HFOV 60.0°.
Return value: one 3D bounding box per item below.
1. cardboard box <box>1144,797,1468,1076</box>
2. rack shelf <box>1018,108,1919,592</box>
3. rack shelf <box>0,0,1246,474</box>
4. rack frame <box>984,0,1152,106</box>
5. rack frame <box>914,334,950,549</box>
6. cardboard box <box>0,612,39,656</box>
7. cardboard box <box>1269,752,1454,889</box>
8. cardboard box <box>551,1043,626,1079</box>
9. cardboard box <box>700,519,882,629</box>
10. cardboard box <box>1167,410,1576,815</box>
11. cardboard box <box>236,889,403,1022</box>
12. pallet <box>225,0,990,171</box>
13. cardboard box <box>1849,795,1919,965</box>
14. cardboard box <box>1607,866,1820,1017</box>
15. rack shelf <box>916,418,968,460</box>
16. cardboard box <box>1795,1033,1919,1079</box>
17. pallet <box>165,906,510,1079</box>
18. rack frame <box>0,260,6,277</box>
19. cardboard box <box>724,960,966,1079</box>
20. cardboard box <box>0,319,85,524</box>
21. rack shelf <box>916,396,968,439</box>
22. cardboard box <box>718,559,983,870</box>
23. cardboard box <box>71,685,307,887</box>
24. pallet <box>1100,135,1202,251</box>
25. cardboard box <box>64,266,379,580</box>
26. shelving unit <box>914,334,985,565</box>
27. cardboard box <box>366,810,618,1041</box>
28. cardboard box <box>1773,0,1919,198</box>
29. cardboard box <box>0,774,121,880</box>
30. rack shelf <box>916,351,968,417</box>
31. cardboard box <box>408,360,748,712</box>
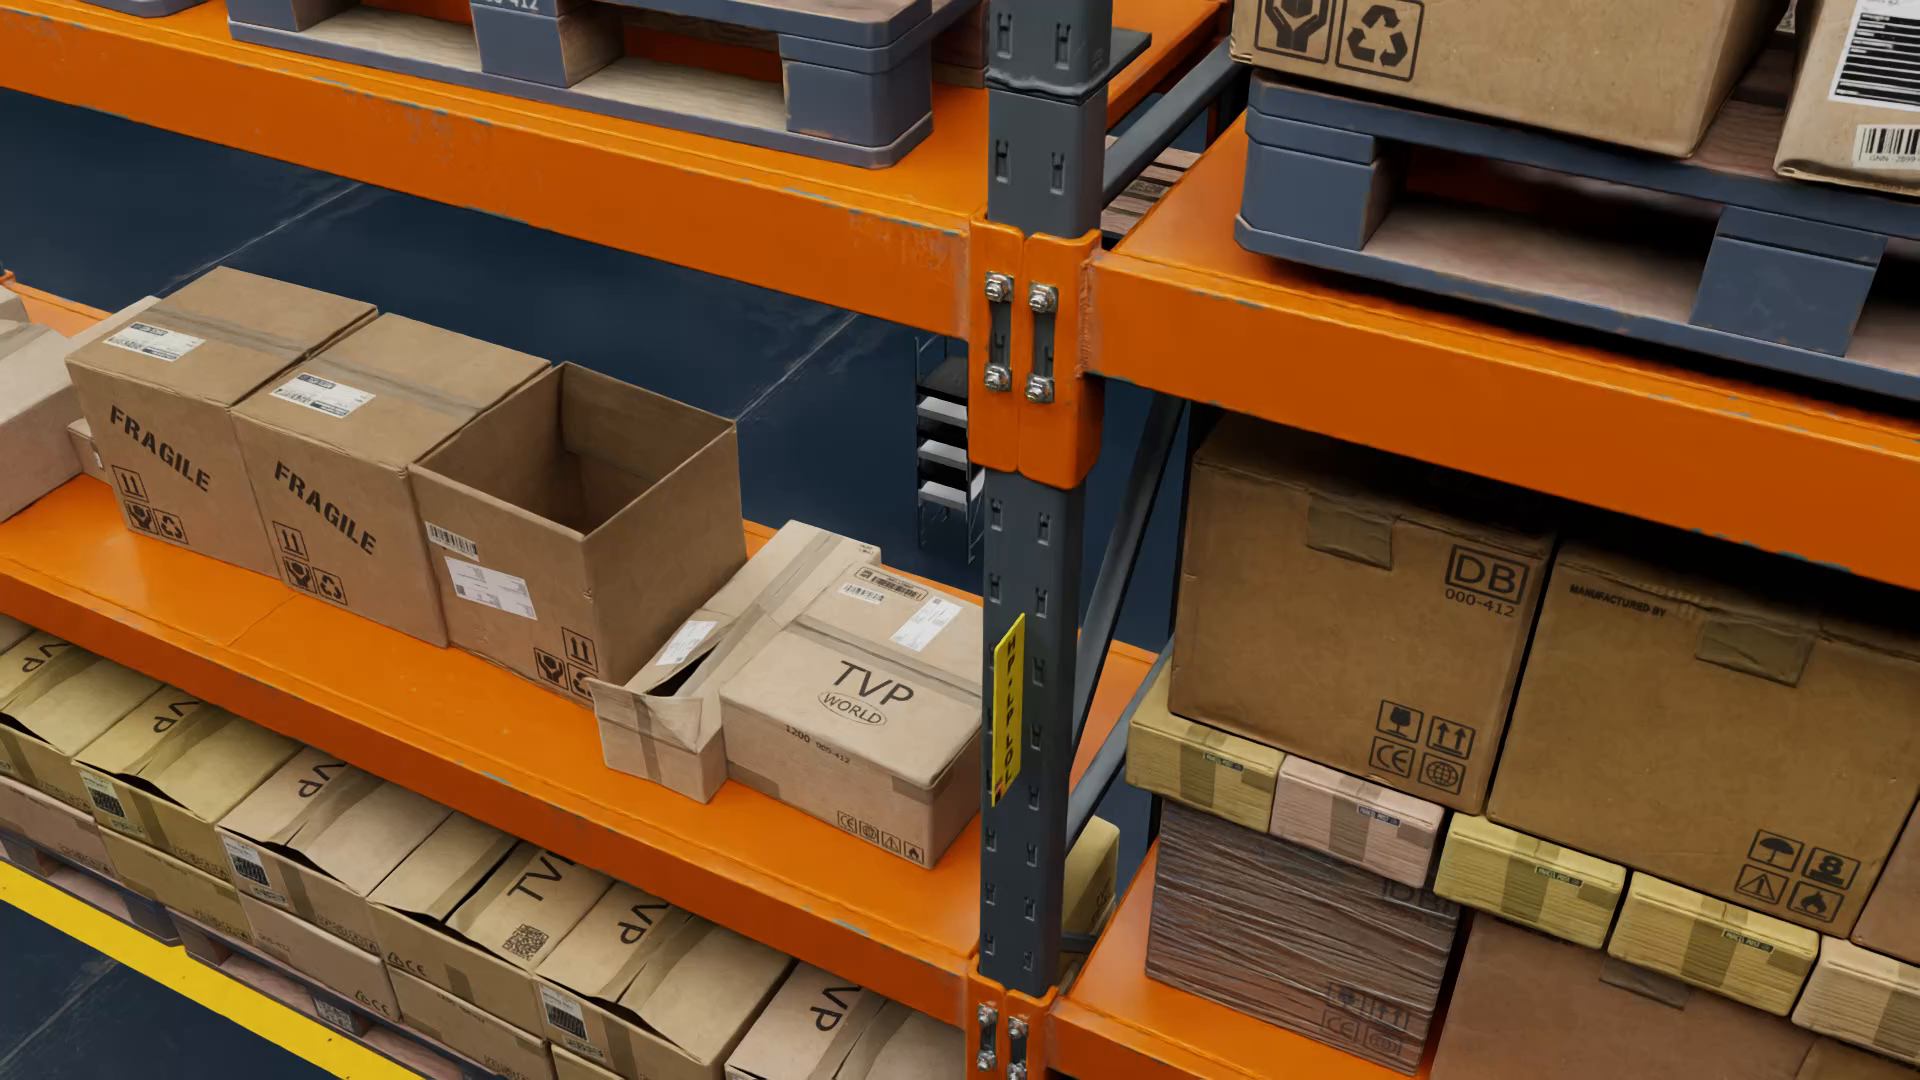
[{"bbox_3d":[0.712,0.477,3.058,0.500,0.500,0.700,16,40,20],"label":"cardboard box"},{"bbox_3d":[2.091,0.045,1.824,4.000,0.370,1.077,17,41,21],"label":"rack shelf"},{"bbox_3d":[-1.460,-1.067,3.289,4.000,0.370,1.077,17,41,21],"label":"rack shelf"},{"bbox_3d":[0.315,-1.992,1.432,0.127,3.000,1.000,17,41,21],"label":"rack frame"},{"bbox_3d":[-0.097,-0.389,6.018,0.006,0.900,0.240,17,41,21],"label":"rack frame"},{"bbox_3d":[-2.906,0.293,4.846,0.500,0.311,0.500,19,41,23],"label":"cardboard box"},{"bbox_3d":[0.688,0.347,2.692,0.250,0.149,0.380,18,41,22],"label":"cardboard box"},{"bbox_3d":[-0.634,1.224,4.084,0.500,0.250,0.500,17,40,21],"label":"cardboard box"},{"bbox_3d":[-0.377,0.141,3.791,0.250,0.149,0.380,17,41,21],"label":"cardboard box"},{"bbox_3d":[0.712,-0.039,2.665,0.500,0.500,0.700,18,41,22],"label":"cardboard box"},{"bbox_3d":[-1.540,0.939,4.458,0.500,0.250,0.500,18,41,22],"label":"cardboard box"},{"bbox_3d":[-0.474,-0.960,2.711,1.217,0.209,0.805,16,40,20],"label":"pallet"},{"bbox_3d":[1.606,0.240,2.297,0.500,0.500,0.700,17,41,21],"label":"cardboard box"},{"bbox_3d":[1.151,0.490,2.504,0.250,0.149,0.380,17,40,21],"label":"cardboard box"},{"bbox_3d":[-0.007,-0.406,5.947,0.200,0.077,0.258,17,41,21],"label":"rack shelf"},{"bbox_3d":[1.627,0.762,2.682,0.500,0.500,0.700,18,41,22],"label":"cardboard box"},{"bbox_3d":[-1.444,0.985,4.777,1.213,0.211,1.003,17,41,21],"label":"pallet"},{"bbox_3d":[-3.236,-0.715,4.711,0.127,3.000,1.000,17,41,21],"label":"rack frame"},{"bbox_3d":[-0.176,1.143,3.726,0.500,0.311,0.500,17,41,21],"label":"cardboard box"},{"bbox_3d":[-2.531,-0.327,4.274,0.500,0.311,0.500,17,40,21],"label":"cardboard box"},{"bbox_3d":[-0.007,-0.478,5.892,0.200,0.077,0.258,17,41,21],"label":"rack shelf"},{"bbox_3d":[-0.142,0.343,3.441,0.500,0.250,0.500,20,42,24],"label":"cardboard box"},{"bbox_3d":[-1.984,0.577,4.472,0.500,0.311,0.500,16,40,20],"label":"cardboard box"},{"bbox_3d":[0.794,-1.687,8.297,1.213,0.211,1.003,17,41,21],"label":"pallet"},{"bbox_3d":[-1.739,-0.297,4.078,0.500,0.500,0.500,15,40,19],"label":"cardboard box"},{"bbox_3d":[-0.007,-0.361,5.981,0.210,0.900,0.258,17,41,21],"label":"shelving unit"},{"bbox_3d":[-1.083,0.862,4.097,0.500,0.311,0.500,17,40,21],"label":"cardboard box"},{"bbox_3d":[1.121,-0.553,1.628,0.500,0.311,0.500,15,40,19],"label":"cardboard box"},{"bbox_3d":[-2.460,0.655,4.833,0.500,0.250,0.500,16,40,20],"label":"cardboard box"},{"bbox_3d":[-0.007,-0.549,5.838,0.200,0.077,0.258,17,41,21],"label":"rack shelf"},{"bbox_3d":[-0.827,-0.012,3.702,0.500,0.500,0.500,20,42,25],"label":"cardboard box"}]
